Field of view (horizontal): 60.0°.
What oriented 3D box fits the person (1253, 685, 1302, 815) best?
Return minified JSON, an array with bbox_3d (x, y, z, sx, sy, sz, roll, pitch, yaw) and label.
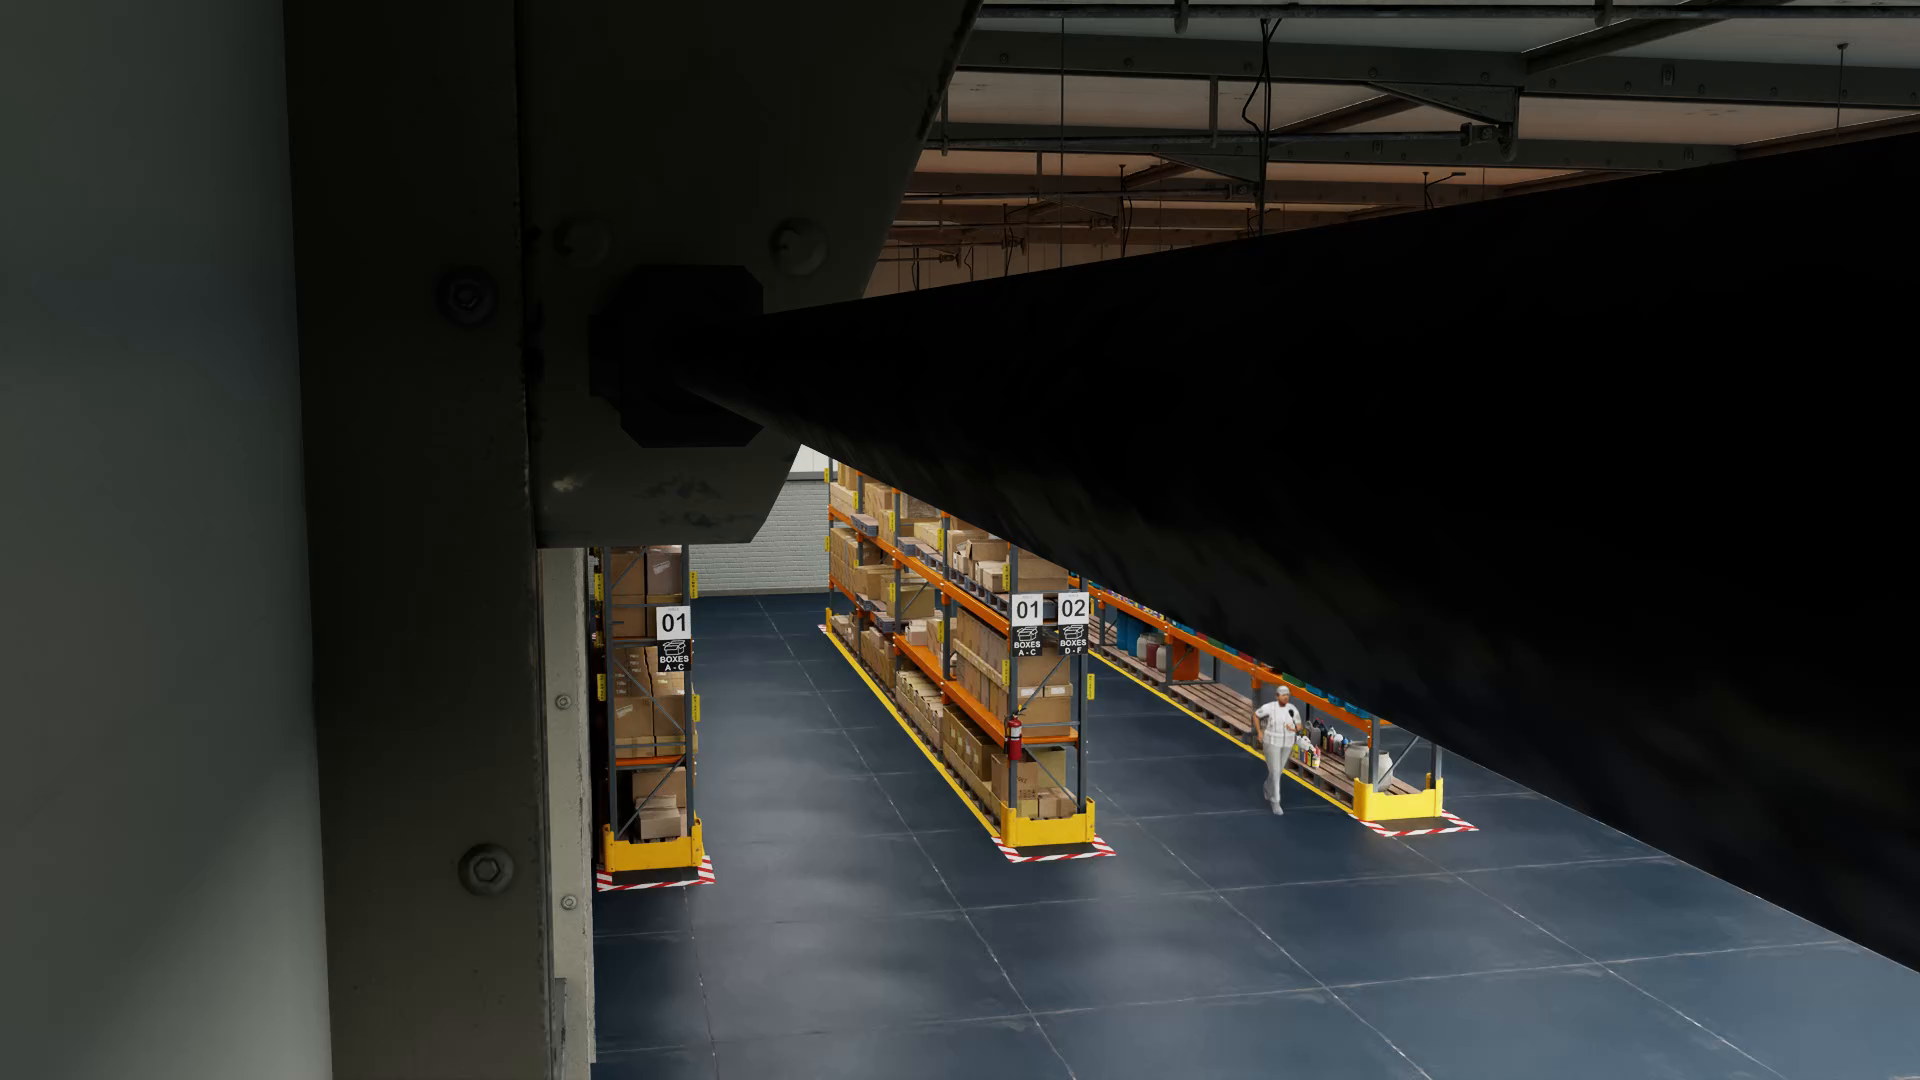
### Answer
[{"bbox_3d":[4.352,2.800,22.594,0.585,1.657,0.889,-2,7,-14],"label":"person"}]
